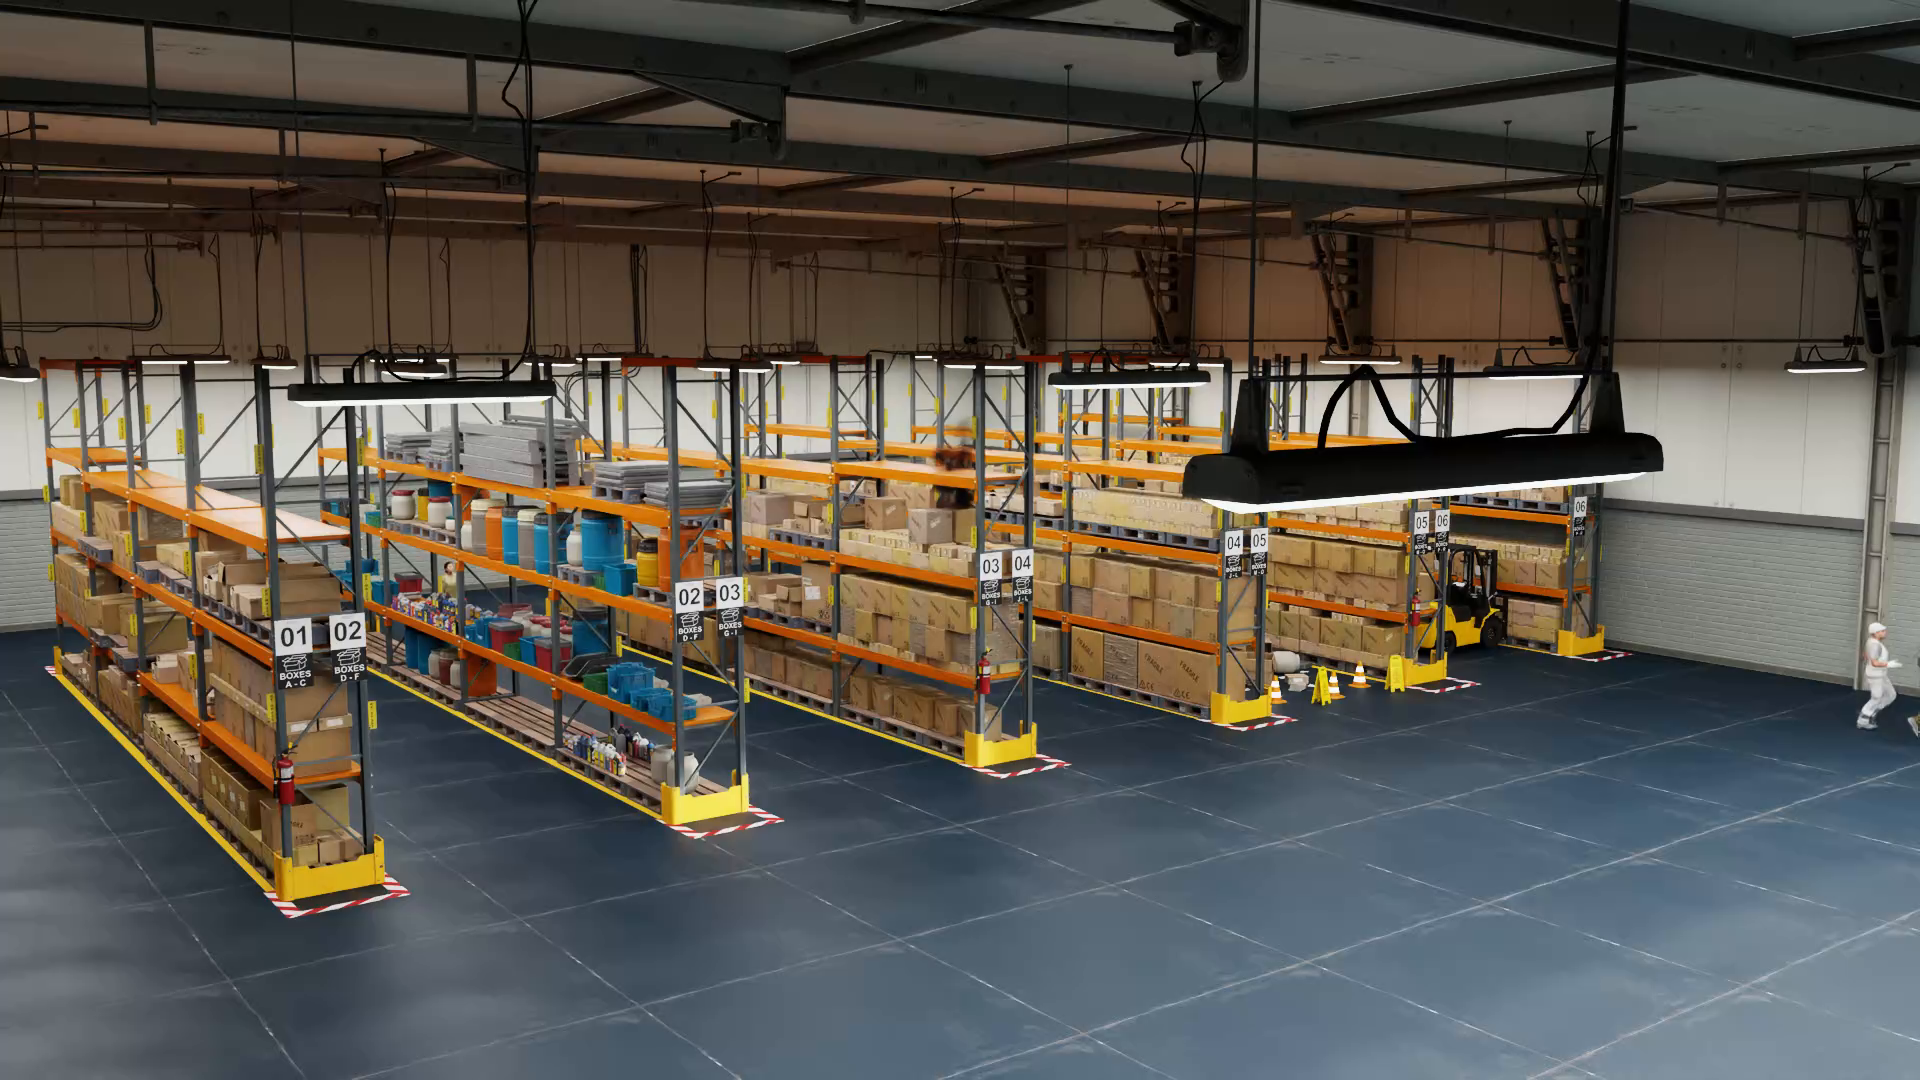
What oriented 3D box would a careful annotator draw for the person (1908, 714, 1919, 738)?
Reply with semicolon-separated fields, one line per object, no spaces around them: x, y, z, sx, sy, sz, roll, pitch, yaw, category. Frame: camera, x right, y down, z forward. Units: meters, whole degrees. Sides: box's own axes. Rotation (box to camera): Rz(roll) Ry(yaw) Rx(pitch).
15.351;2.329;26.097;0.833;1.746;0.718;2;7;16;person

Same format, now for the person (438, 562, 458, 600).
-10.776;1.296;35.188;0.706;1.718;0.579;6;9;42;person

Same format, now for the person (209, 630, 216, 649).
-14.369;1.630;31.929;0.723;1.857;0.719;5;9;38;person

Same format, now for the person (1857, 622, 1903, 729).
14.942;2.215;26.978;0.612;1.759;0.639;5;8;34;person
